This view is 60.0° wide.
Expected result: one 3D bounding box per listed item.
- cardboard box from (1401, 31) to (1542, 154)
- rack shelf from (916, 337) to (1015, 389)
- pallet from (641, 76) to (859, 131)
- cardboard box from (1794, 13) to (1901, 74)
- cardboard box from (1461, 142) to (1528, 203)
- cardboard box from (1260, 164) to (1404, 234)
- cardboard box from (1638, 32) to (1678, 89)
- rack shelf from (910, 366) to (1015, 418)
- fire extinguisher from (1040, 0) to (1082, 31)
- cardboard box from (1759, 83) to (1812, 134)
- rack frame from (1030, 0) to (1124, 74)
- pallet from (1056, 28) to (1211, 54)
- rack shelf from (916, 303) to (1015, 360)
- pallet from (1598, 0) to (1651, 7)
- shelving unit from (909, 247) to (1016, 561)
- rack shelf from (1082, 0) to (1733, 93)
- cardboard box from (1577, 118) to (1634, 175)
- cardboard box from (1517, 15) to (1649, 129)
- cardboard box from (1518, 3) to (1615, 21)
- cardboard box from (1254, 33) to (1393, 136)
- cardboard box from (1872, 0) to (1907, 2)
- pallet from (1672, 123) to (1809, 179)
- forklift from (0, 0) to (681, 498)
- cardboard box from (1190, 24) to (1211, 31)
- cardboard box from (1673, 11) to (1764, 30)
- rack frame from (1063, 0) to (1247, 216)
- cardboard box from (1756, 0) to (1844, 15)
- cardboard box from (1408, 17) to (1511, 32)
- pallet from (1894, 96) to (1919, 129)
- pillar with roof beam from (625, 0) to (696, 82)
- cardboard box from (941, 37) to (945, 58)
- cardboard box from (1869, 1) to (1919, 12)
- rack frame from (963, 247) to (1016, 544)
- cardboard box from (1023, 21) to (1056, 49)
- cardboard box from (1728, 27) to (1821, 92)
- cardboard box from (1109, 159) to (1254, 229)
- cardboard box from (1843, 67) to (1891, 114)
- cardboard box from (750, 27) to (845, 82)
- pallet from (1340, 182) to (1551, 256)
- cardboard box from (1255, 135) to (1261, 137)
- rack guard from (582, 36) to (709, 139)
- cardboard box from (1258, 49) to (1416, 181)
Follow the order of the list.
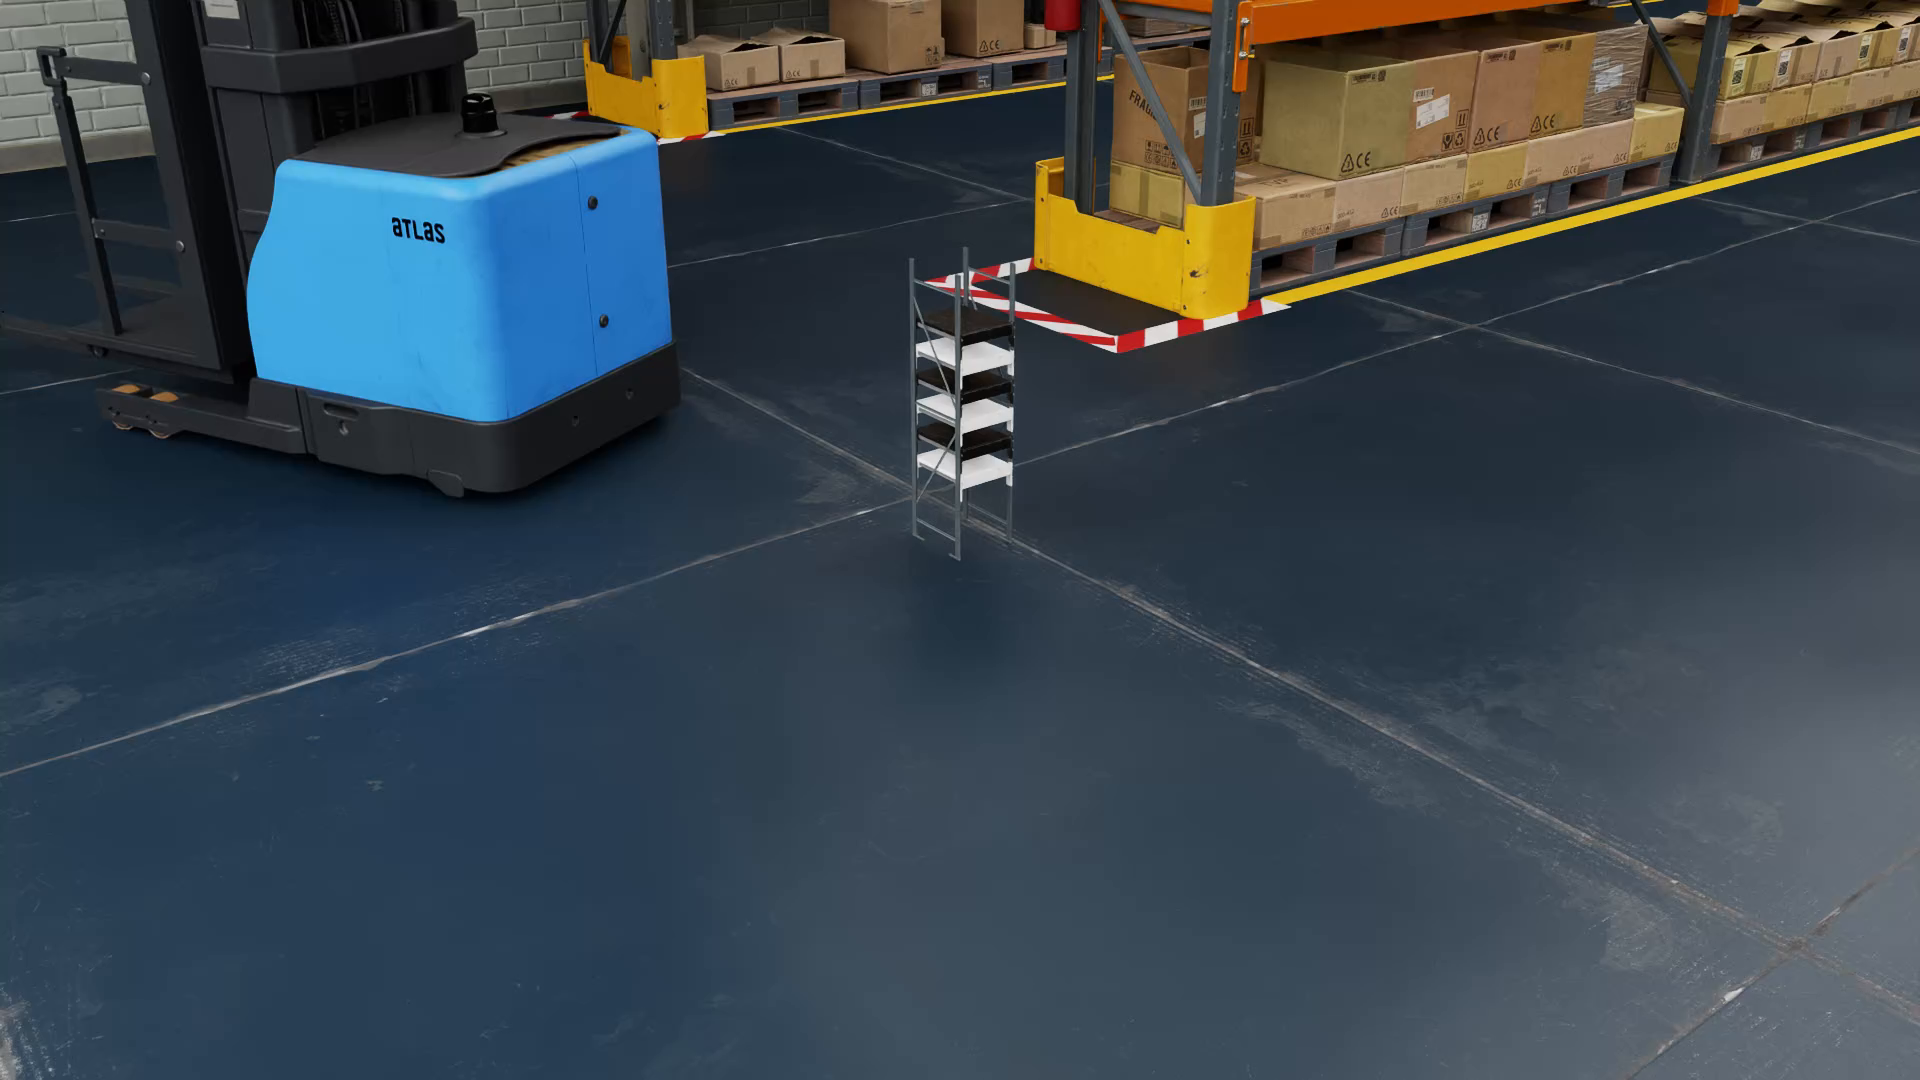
[{"bbox_3d":[2.592,-2.305,8.531,0.500,0.500,0.500,-18,31,-34],"label":"cardboard box"},{"bbox_3d":[0.006,-0.543,5.003,0.200,0.077,0.258,-18,31,-34],"label":"rack shelf"},{"bbox_3d":[-1.488,-3.162,11.812,1.213,0.211,1.003,-18,31,-34],"label":"pallet"},{"bbox_3d":[5.686,-3.229,10.745,0.500,0.311,0.500,-17,30,-33],"label":"cardboard box"},{"bbox_3d":[2.592,-1.965,8.689,0.500,0.250,0.500,-18,31,-34],"label":"cardboard box"},{"bbox_3d":[1.801,-1.707,8.133,0.500,0.250,0.500,-18,31,-34],"label":"cardboard box"},{"bbox_3d":[4.140,-3.004,10.262,0.500,0.311,0.500,-18,31,-34],"label":"cardboard box"},{"bbox_3d":[0.006,-0.462,5.041,0.200,0.077,0.258,-18,31,-34],"label":"rack shelf"},{"bbox_3d":[0.471,-2.656,7.501,0.183,0.674,0.296,-18,31,-34],"label":"fire extinguisher"},{"bbox_3d":[4.872,-2.705,10.282,0.500,0.250,0.500,-17,30,-33],"label":"cardboard box"},{"bbox_3d":[0.939,-5.247,12.992,0.127,3.000,1.000,-18,31,-34],"label":"rack frame"},{"bbox_3d":[1.551,-4.184,14.016,1.213,0.211,1.003,-18,31,-34],"label":"pallet"},{"bbox_3d":[0.006,-0.625,4.965,0.200,0.077,0.258,-18,31,-34],"label":"rack shelf"},{"bbox_3d":[6.674,-5.834,17.571,1.213,0.211,1.003,-18,31,-34],"label":"pallet"},{"bbox_3d":[0.006,-0.410,5.065,0.210,0.900,0.258,-18,31,-34],"label":"shelving unit"},{"bbox_3d":[2.425,-2.761,8.490,4.000,0.370,1.077,-18,31,-34],"label":"rack shelf"},{"bbox_3d":[3.369,-2.230,9.260,0.500,0.250,0.500,-18,31,-34],"label":"cardboard box"},{"bbox_3d":[3.368,-2.571,9.103,0.500,0.500,0.500,-18,31,-34],"label":"cardboard box"},{"bbox_3d":[3.440,-2.873,9.754,0.500,0.500,0.500,-18,31,-34],"label":"cardboard box"},{"bbox_3d":[1.867,-2.353,8.634,0.500,0.500,0.500,-18,31,-34],"label":"cardboard box"},{"bbox_3d":[6.553,-3.804,11.986,0.500,0.311,0.500,-17,30,-32],"label":"cardboard box"},{"bbox_3d":[4.554,-2.546,10.485,1.213,0.211,1.003,-18,31,-34],"label":"pallet"},{"bbox_3d":[-2.592,-1.882,5.824,3.031,2.935,1.130,12,27,24],"label":"forklift"},{"bbox_3d":[1.883,-4.660,14.174,0.500,0.500,0.700,-19,31,-35],"label":"cardboard box"},{"bbox_3d":[4.940,-3.270,10.835,0.500,0.311,0.500,-18,31,-34],"label":"cardboard box"},{"bbox_3d":[0.851,-2.567,7.219,0.127,3.000,1.000,-18,31,-34],"label":"rack frame"},{"bbox_3d":[5.742,-3.534,11.402,0.500,0.311,0.500,-19,31,-35],"label":"cardboard box"},{"bbox_3d":[2.654,-2.613,9.195,0.500,0.500,0.500,-18,31,-34],"label":"cardboard box"},{"bbox_3d":[6.474,-3.180,11.851,1.213,0.211,1.003,-18,31,-34],"label":"pallet"},{"bbox_3d":[0.465,-5.971,7.426,0.400,9.000,9.100,-18,31,-34],"label":"pillar with roof beam"},{"bbox_3d":[-0.332,-3.744,12.618,0.250,0.149,0.380,-21,32,-38],"label":"cardboard box"},{"bbox_3d":[6.481,-3.488,11.305,0.500,0.311,0.500,-19,31,-35],"label":"cardboard box"},{"bbox_3d":[0.086,-0.437,5.122,0.006,0.900,0.240,-18,31,-34],"label":"rack frame"},{"bbox_3d":[0.536,-4.012,13.175,0.380,0.166,0.250,22,33,39],"label":"cardboard box"},{"bbox_3d":[4.875,-2.957,10.160,0.500,0.311,0.500,-19,31,-35],"label":"cardboard box"},{"bbox_3d":[1.091,-1.748,8.221,0.500,0.250,0.500,-18,31,-34],"label":"cardboard box"},{"bbox_3d":[5.679,-2.972,10.858,0.500,0.250,0.500,-18,30,-33],"label":"cardboard box"},{"bbox_3d":[-1.160,-3.485,11.868,0.500,0.311,0.500,-15,29,-30],"label":"cardboard box"},{"bbox_3d":[2.386,-1.830,8.943,1.213,0.211,1.003,-18,31,-34],"label":"pallet"},{"bbox_3d":[1.869,-2.012,8.790,0.500,0.250,0.500,-18,31,-34],"label":"cardboard box"},{"bbox_3d":[-2.149,-3.093,11.322,0.348,0.500,1.175,-18,31,-34],"label":"rack guard"},{"bbox_3d":[1.802,-2.047,7.974,0.500,0.500,0.500,-18,31,-34],"label":"cardboard box"}]
